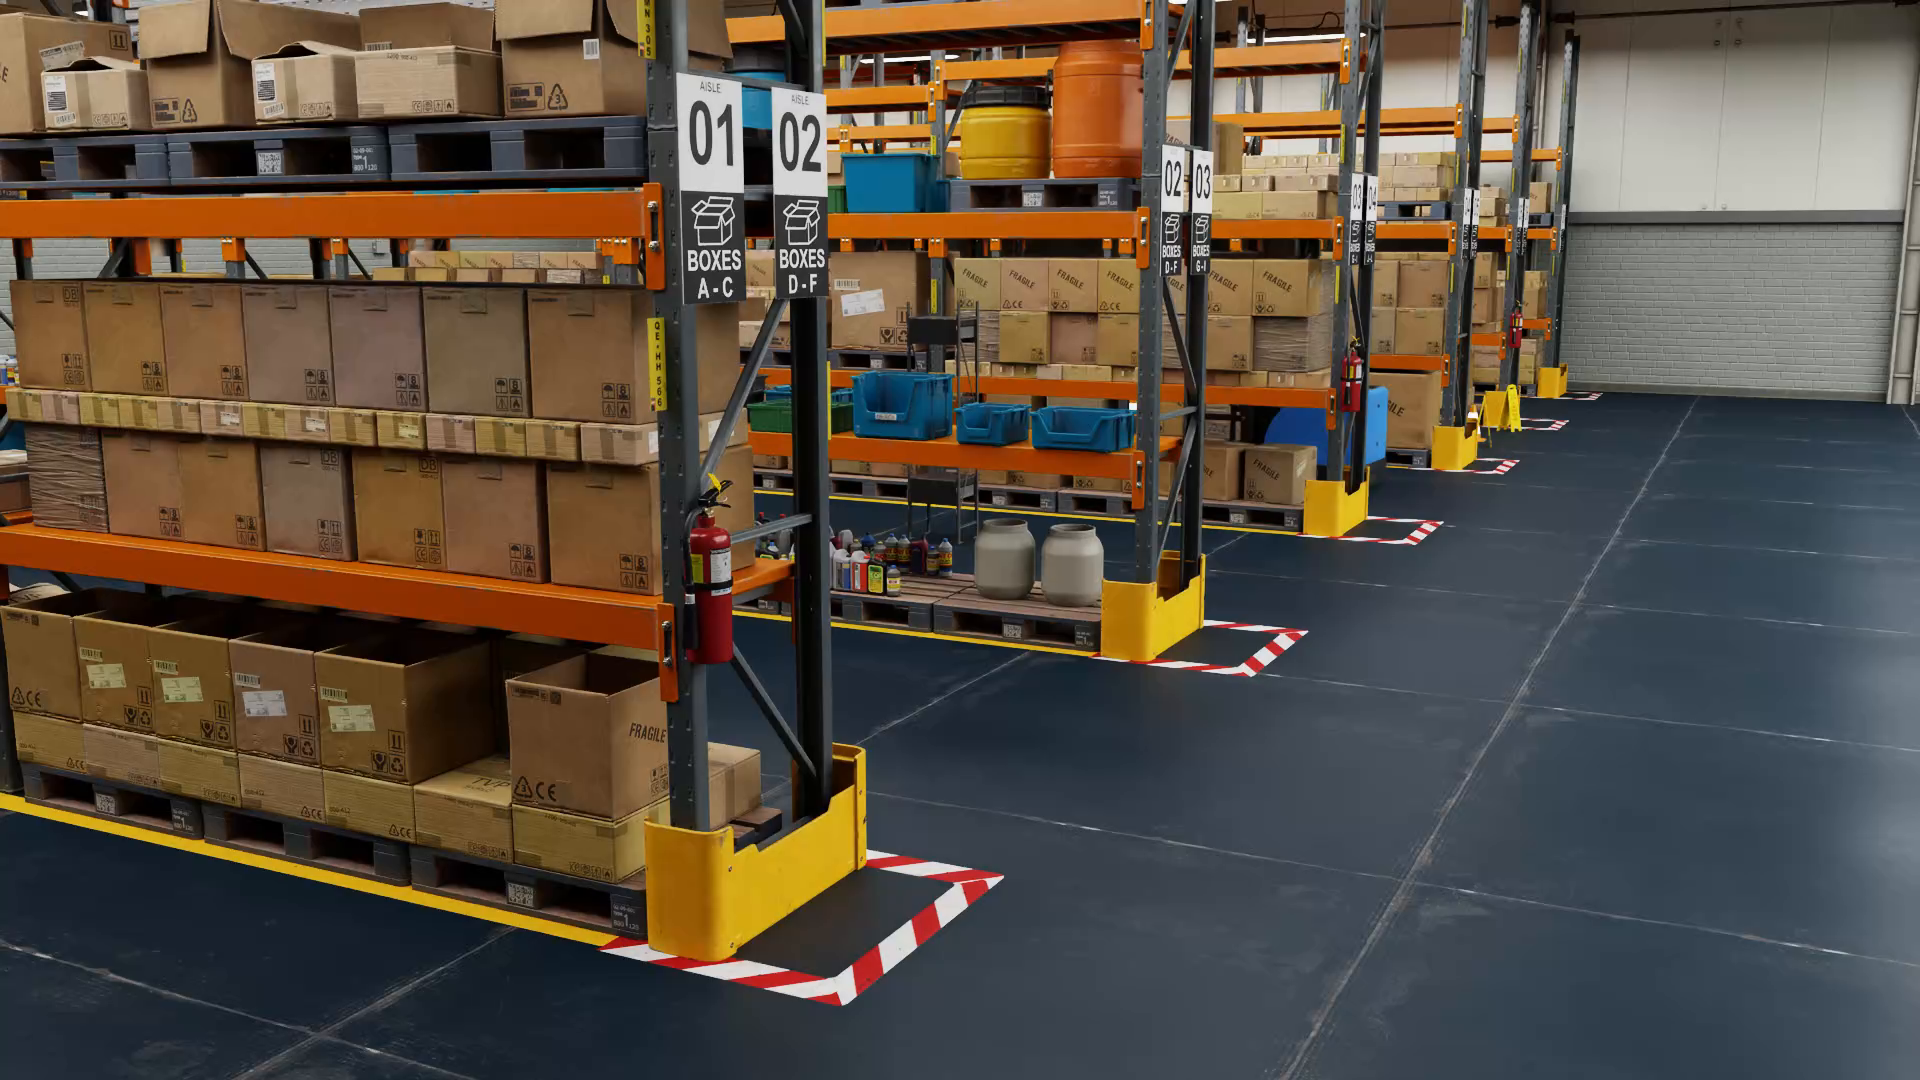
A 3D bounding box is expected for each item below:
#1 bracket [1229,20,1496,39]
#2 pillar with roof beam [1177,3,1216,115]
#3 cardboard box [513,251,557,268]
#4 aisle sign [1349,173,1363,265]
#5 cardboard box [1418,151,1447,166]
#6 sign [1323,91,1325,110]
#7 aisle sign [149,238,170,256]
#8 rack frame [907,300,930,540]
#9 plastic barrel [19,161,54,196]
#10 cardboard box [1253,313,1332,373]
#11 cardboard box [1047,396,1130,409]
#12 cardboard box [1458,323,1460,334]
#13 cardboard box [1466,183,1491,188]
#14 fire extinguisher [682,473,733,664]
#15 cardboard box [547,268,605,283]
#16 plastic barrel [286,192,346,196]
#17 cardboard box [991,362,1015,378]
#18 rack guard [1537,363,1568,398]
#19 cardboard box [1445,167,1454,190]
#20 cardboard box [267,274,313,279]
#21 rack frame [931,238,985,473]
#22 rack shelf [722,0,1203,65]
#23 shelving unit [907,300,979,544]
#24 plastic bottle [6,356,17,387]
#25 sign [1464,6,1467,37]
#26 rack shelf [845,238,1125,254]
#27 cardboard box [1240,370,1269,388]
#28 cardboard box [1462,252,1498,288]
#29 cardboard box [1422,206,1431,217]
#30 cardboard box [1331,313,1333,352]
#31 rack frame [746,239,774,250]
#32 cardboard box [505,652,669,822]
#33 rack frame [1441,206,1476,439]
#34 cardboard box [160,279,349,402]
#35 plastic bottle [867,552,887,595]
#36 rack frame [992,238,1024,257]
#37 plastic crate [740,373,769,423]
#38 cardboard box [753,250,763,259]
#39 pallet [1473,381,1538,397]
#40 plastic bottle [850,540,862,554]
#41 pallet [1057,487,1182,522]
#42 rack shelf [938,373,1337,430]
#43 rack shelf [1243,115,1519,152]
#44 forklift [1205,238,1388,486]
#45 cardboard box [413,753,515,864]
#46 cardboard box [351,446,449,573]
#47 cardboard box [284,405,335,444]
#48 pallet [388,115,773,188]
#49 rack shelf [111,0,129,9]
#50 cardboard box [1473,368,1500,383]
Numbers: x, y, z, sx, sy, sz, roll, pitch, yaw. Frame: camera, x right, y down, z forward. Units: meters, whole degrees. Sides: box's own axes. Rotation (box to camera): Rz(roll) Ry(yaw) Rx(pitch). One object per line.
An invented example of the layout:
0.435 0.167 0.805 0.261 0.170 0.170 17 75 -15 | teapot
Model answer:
7.086 -9.077 29.562 4.783 0.066 0.076 5 11 26 | bracket
2.640 -6.912 27.707 0.548 9.000 9.100 5 11 26 | pillar with roof beam
-6.362 -4.094 25.057 0.500 0.500 0.500 5 12 27 | cardboard box
3.497 -2.827 14.679 0.004 0.787 0.394 5 11 26 | aisle sign
5.407 -4.357 19.021 0.250 0.149 0.380 5 11 26 | cardboard box
6.335 -7.654 28.962 0.005 0.325 0.100 5 11 26 | sign
-10.707 -4.194 22.233 0.004 0.787 0.394 5 11 26 | aisle sign
-0.367 -1.065 14.775 0.015 2.100 0.400 5 11 26 | rack frame
-8.471 -3.490 15.517 0.600 0.588 0.600 0 10 0 | plastic barrel
3.093 -1.843 15.431 0.500 0.500 0.875 5 11 26 | cardboard box
1.675 -1.834 21.631 0.750 0.750 1.050 5 11 26 | cardboard box
7.252 -3.057 23.956 0.250 0.149 0.380 5 11 25 | cardboard box
8.773 -5.850 28.519 0.500 0.500 0.700 5 11 26 | cardboard box
-0.912 0.103 6.008 0.183 0.674 0.296 5 11 26 | fire extinguisher
-4.249 -2.834 18.920 0.637 0.503 0.797 5 12 28 | cardboard box
-5.152 -3.063 13.454 0.600 0.901 0.600 0 10 0 | plastic barrel
0.501 -1.690 16.403 0.250 0.149 0.380 5 11 26 | cardboard box
10.173 -2.744 28.542 0.348 0.500 1.175 5 11 26 | rack guard
5.540 -4.268 19.645 0.500 0.250 0.500 5 11 26 | cardboard box
-8.166 -3.021 20.533 0.500 0.500 0.500 5 11 26 | cardboard box
-0.013 -1.915 16.944 0.127 3.000 1.000 5 11 26 | rack frame
-0.411 -3.368 11.268 4.000 0.370 1.077 5 11 26 | rack shelf
-0.148 -1.046 14.669 0.503 2.100 0.431 5 11 26 | shelving unit
-8.713 -1.552 15.296 0.097 0.271 0.097 0 10 0 | plastic bottle
5.606 -5.749 18.438 0.005 0.325 0.100 5 11 26 | sign
0.478 -3.979 21.945 4.000 0.370 1.077 5 11 26 | rack shelf
2.756 -1.497 15.340 0.250 0.149 0.380 5 11 26 | cardboard box
7.404 -3.876 23.853 0.500 0.500 0.700 5 11 24 | cardboard box
6.936 -4.771 23.884 0.500 0.250 0.500 5 11 25 | cardboard box
4.557 -2.584 20.219 0.550 0.550 0.875 5 11 26 | cardboard box
-4.197 -5.237 35.296 0.127 3.000 1.000 5 11 26 | rack frame
-1.425 0.764 6.574 0.500 0.500 0.500 5 11 26 | cardboard box
5.859 -2.384 19.535 0.127 3.000 1.000 5 11 26 | rack frame
-3.097 -0.908 7.454 0.500 0.500 0.700 5 11 26 | cardboard box
-0.572 0.230 11.482 0.133 0.283 0.061 5 12 27 | plastic bottle
0.784 -3.813 27.431 0.127 3.000 1.000 5 11 26 | rack frame
-1.792 -1.032 12.239 0.504 0.338 0.767 5 11 26 | plastic crate
-3.408 -5.000 29.081 0.250 0.149 0.380 5 12 27 | cardboard box
9.447 -2.657 28.874 1.213 0.211 1.003 5 11 26 | pallet
-0.776 0.100 12.432 0.097 0.201 0.097 0 10 0 | plastic bottle
1.703 -0.400 16.401 1.213 0.211 1.003 5 11 26 | pallet
1.780 -1.404 16.137 4.000 0.370 1.077 5 11 26 | rack shelf
6.165 -5.937 24.348 4.000 0.370 1.077 5 11 26 | rack shelf
3.079 -2.095 18.128 3.031 2.935 1.130 6 12 29 | forklift
-1.878 1.096 6.850 0.500 0.250 0.500 5 11 26 | cardboard box
-2.142 -0.187 7.114 0.500 0.500 0.700 5 11 26 | cardboard box
-2.632 -0.508 7.067 0.250 0.149 0.380 5 11 25 | cardboard box
-1.435 -1.511 6.534 1.213 0.211 1.003 5 11 26 | pallet
-2.606 -2.577 6.899 4.000 0.370 1.077 5 11 26 | rack shelf
9.149 -2.857 28.688 0.500 0.250 0.500 5 11 26 | cardboard box
